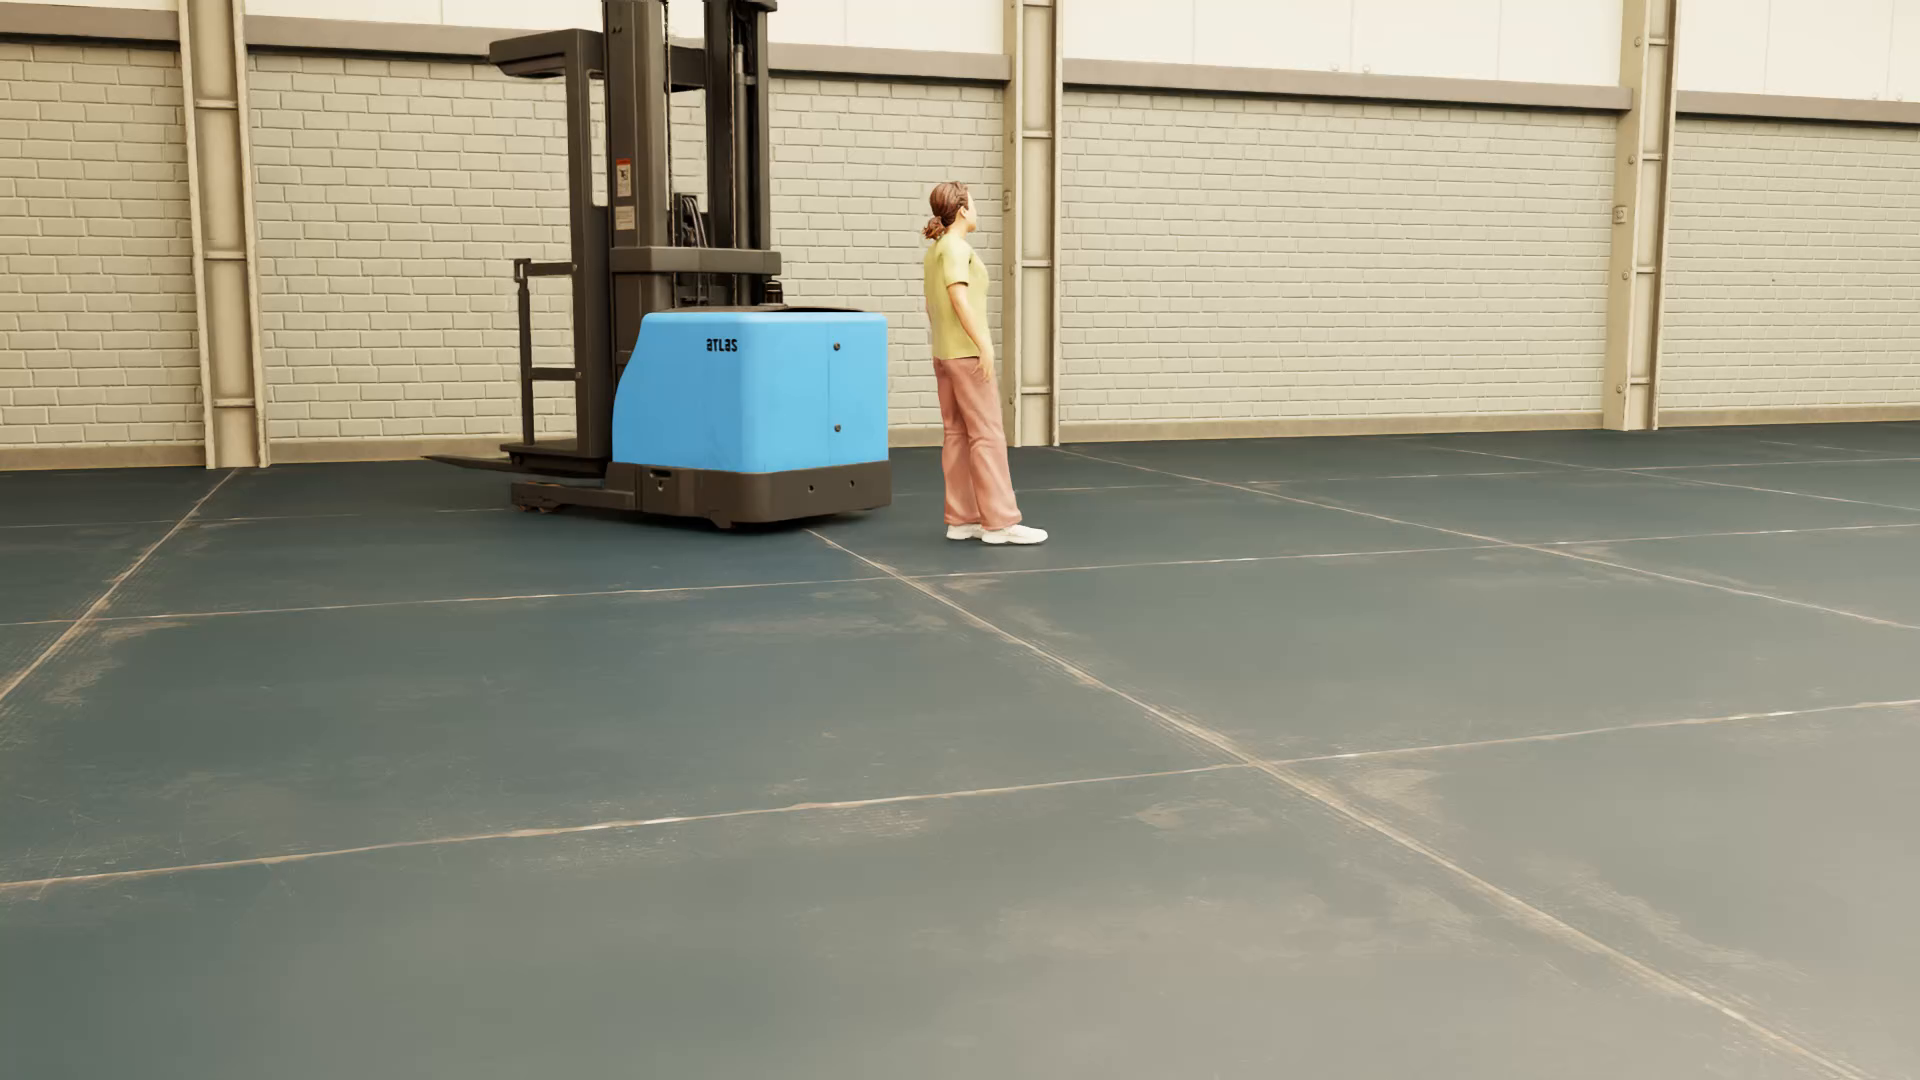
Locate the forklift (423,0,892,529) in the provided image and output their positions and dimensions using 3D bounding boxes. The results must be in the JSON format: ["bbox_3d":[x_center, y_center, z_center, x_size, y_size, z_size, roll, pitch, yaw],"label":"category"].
[{"bbox_3d":[-1.827,-1.640,9.108,3.031,2.935,1.130,6,10,38],"label":"forklift"}]

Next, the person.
[{"bbox_3d":[0.080,-0.837,7.825,0.534,1.674,0.553,-3,8,-19],"label":"person"}]
